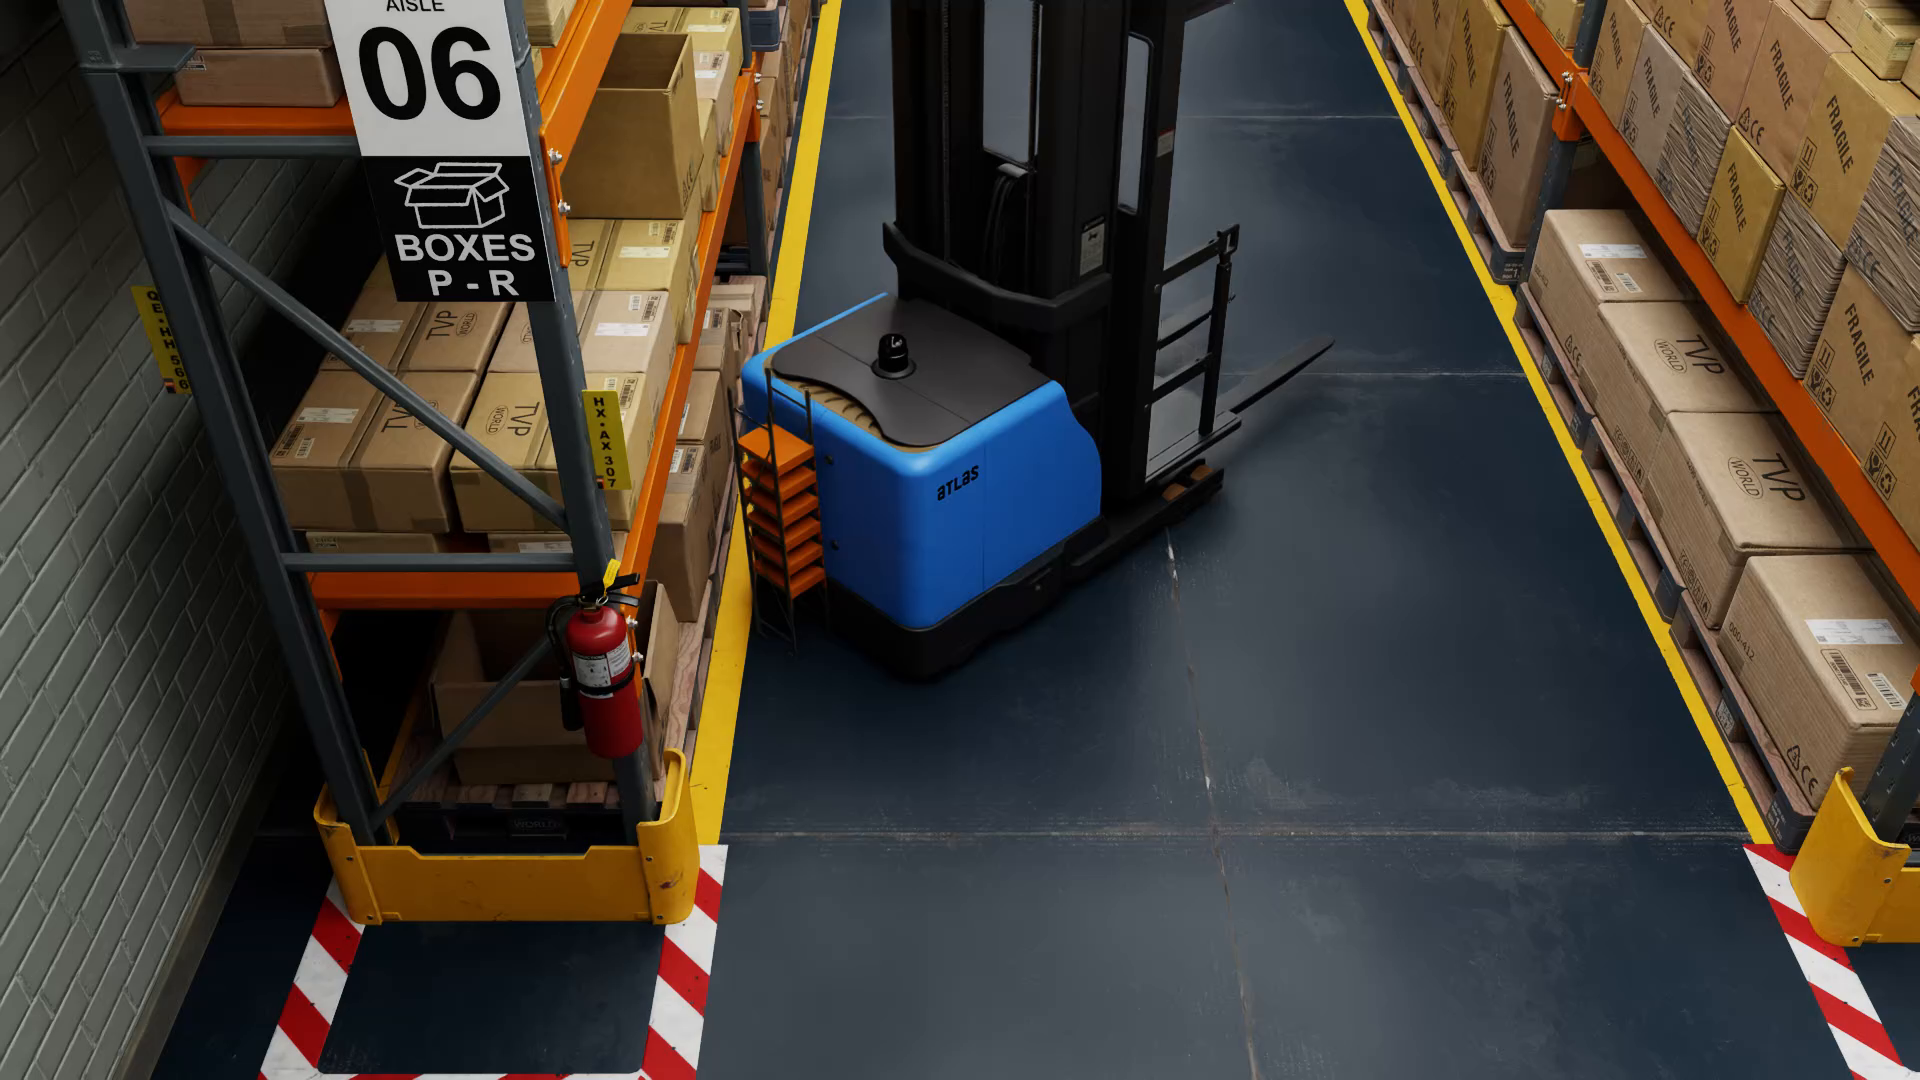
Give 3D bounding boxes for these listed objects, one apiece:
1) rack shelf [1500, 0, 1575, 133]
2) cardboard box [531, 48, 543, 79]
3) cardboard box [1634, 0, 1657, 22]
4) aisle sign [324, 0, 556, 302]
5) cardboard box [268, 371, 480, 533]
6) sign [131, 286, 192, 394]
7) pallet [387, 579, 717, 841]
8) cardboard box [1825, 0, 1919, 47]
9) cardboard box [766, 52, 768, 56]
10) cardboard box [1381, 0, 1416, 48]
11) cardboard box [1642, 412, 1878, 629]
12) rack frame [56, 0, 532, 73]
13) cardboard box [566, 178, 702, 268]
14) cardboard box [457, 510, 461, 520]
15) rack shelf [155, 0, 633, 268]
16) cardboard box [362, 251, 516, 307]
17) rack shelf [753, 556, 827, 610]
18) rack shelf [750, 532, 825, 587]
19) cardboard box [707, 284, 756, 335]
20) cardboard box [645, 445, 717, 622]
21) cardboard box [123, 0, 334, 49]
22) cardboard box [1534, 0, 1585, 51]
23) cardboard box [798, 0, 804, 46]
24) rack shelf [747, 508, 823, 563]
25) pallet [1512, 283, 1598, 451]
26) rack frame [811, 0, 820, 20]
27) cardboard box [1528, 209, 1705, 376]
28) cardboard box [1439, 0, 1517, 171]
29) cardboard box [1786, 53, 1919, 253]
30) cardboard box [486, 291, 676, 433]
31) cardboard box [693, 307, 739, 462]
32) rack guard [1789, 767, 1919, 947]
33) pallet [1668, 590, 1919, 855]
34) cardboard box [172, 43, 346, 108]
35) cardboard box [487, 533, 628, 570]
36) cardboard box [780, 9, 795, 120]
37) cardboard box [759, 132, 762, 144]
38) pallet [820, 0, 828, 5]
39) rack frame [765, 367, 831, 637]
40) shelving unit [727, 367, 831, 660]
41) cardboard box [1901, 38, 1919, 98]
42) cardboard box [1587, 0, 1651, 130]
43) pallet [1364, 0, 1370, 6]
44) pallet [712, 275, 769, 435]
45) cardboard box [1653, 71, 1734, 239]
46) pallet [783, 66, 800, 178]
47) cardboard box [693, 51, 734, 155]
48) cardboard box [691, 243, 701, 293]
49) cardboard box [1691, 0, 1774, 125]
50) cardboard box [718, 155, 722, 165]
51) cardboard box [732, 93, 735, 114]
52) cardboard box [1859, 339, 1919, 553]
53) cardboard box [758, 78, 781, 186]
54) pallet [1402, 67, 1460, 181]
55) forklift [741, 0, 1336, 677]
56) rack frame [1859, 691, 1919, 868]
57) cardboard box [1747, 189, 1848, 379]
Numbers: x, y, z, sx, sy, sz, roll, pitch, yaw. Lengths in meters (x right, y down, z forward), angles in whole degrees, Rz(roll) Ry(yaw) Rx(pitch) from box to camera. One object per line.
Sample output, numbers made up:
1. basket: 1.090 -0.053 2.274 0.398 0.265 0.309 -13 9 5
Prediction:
1. rack shelf: 3.459 -3.407 9.678 1.077 0.370 4.000 0 39 0
2. cardboard box: -1.266 -1.201 4.153 0.380 0.149 0.250 1 39 1
3. cardboard box: 3.219 -2.568 7.176 0.500 0.500 0.500 0 39 0
4. aisle sign: -1.204 -0.901 3.897 0.394 0.787 0.004 0 39 0
5. cardboard box: -1.764 -0.274 5.076 0.500 0.250 0.500 1 39 1
6. sign: -2.053 -0.517 4.317 0.100 0.325 0.005 0 39 0
7. pallet: -1.500 0.613 6.317 1.003 0.211 1.213 0 39 0
8. cardboard box: 3.227 -1.804 5.704 0.380 0.149 0.250 1 39 1
9. cardboard box: -1.301 -2.913 9.631 0.380 0.149 0.250 1 39 2
10. cardboard box: 3.374 -3.841 11.007 0.875 0.875 0.875 0 39 0
11. cardboard box: 3.355 -0.084 6.670 0.875 0.438 0.875 1 39 1
12. rack frame: -1.498 -2.270 2.887 1.000 3.000 0.127 0 39 0
13. cardboard box: -1.256 -1.223 6.259 0.500 0.250 0.500 -1 39 -1
14. cardboard box: -1.706 -0.197 5.298 0.380 0.149 0.250 1 39 1
15. rack shelf: -1.500 -2.070 5.611 1.077 0.370 4.000 0 39 0
16. cardboard box: -1.759 -0.906 5.865 0.500 0.250 0.500 1 39 1
17. rack shelf: -0.680 0.139 6.568 0.258 0.103 0.180 31 49 33
18. rack shelf: -0.682 0.047 6.492 0.258 0.103 0.180 31 49 33
19. cardboard box: -1.208 -1.134 8.210 0.380 0.149 0.250 -1 39 -1
20. cardboard box: -1.366 -0.035 6.558 0.700 0.500 0.500 1 39 2
21. cardboard box: -1.771 -1.435 4.126 0.500 0.250 0.500 -1 39 -1
22. cardboard box: 3.208 -2.658 8.289 0.500 0.250 0.500 -1 39 -1
23. cardboard box: -1.302 -3.543 10.936 0.500 0.500 0.500 -1 39 -1
24. rack shelf: -0.684 -0.046 6.415 0.258 0.103 0.180 31 49 33
25. pallet: 3.384 -0.873 8.170 1.003 0.211 1.213 0 39 0
26. rack frame: -1.507 -4.932 11.006 1.000 3.000 0.127 0 39 0
27. cardboard box: 3.354 -1.208 8.072 0.875 0.438 0.875 -1 39 -1
28. cardboard box: 3.371 -2.724 9.614 0.875 0.875 0.875 1 39 1
29. cardboard box: 3.200 -1.302 5.596 0.500 0.500 0.500 0 39 0
30. cardboard box: -1.230 -0.586 5.465 0.500 0.250 0.500 0 39 0
31. cardboard box: -1.367 -0.684 7.368 0.700 0.500 0.500 -1 39 -2
32. rack guard: 3.466 1.055 5.534 1.175 0.500 0.348 0 39 0
33. pallet: 3.386 0.653 6.266 1.003 0.211 1.213 0 39 0
34. cardboard box: -1.730 -1.202 4.153 0.380 0.149 0.250 1 39 1
35. cardboard box: -1.224 -0.037 5.099 0.380 0.149 0.250 0 39 0
36. cardboard box: -1.279 -2.891 10.122 0.500 0.500 0.500 -1 39 -2
37. cardboard box: -1.237 -2.097 8.612 0.380 0.149 0.250 2 39 2
38. pallet: -1.469 -4.359 12.520 1.003 0.211 1.213 0 39 0
39. rack frame: -0.621 -0.122 6.437 0.240 1.200 0.006 31 49 33
40. shelving unit: -0.684 -0.080 6.387 0.258 1.200 0.189 31 49 33
41. cardboard box: 3.267 -1.483 5.304 0.380 0.149 0.250 0 39 0
42. cardboard box: 3.200 -2.182 7.494 0.500 0.500 0.500 1 39 1
43. pallet: 3.457 -4.339 12.495 1.003 0.211 1.213 0 39 0
44. pallet: -1.503 -0.913 8.221 1.003 0.211 1.213 0 39 0
45. cardboard box: 3.190 -1.556 6.713 0.500 0.500 0.500 0 39 0
46. pallet: -1.546 -2.616 10.346 1.003 0.211 1.213 0 39 0
47. cardboard box: -1.243 -1.857 7.050 0.500 0.250 0.500 0 39 0
48. cardboard box: -1.197 -1.007 6.309 0.380 0.149 0.250 1 39 1
49. cardboard box: 3.203 -1.932 6.382 0.500 0.500 0.500 1 39 1
50. cardboard box: -1.230 -1.644 7.104 0.380 0.149 0.250 1 39 1
51. cardboard box: -1.228 -1.971 7.511 0.380 0.149 0.250 1 39 1
52. cardboard box: 3.200 -0.276 5.115 0.500 0.500 0.500 0 39 0
53. cardboard box: -1.289 -2.255 9.328 0.500 0.500 0.500 -1 39 -1
54. pallet: 3.380 -2.596 10.320 1.003 0.211 1.213 0 39 0
55. forklift: 0.535 -1.430 6.691 1.130 2.935 3.031 32 48 33
56. rack frame: 3.465 0.065 4.771 1.000 3.000 0.127 0 39 0
57. cardboard box: 3.204 -0.911 5.908 0.500 0.500 0.500 1 39 1
